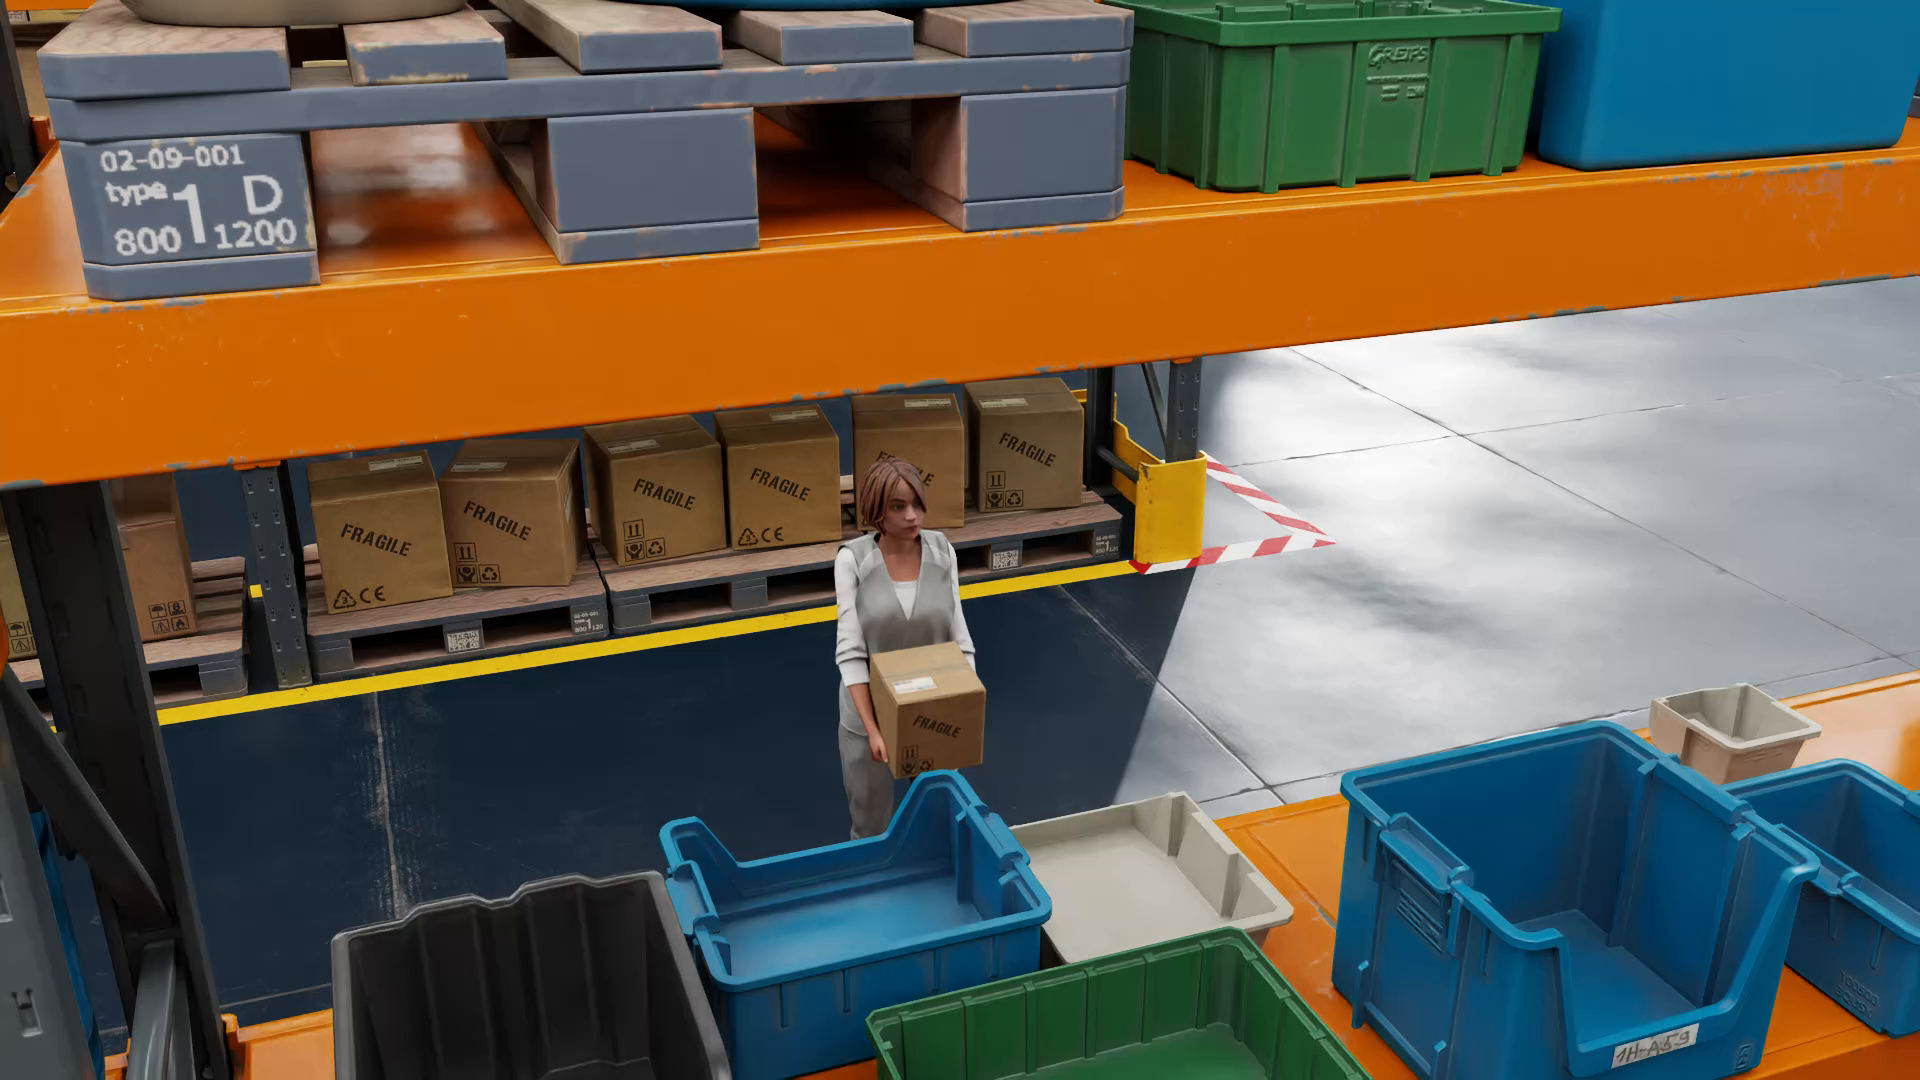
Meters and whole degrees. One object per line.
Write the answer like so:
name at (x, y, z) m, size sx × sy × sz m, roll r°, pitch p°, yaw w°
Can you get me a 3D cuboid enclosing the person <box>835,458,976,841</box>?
person at (-0.150, 0.603, 4.808) m, size 0.404 × 1.495 × 0.491 m, roll -8°, pitch 24°, yaw -18°
